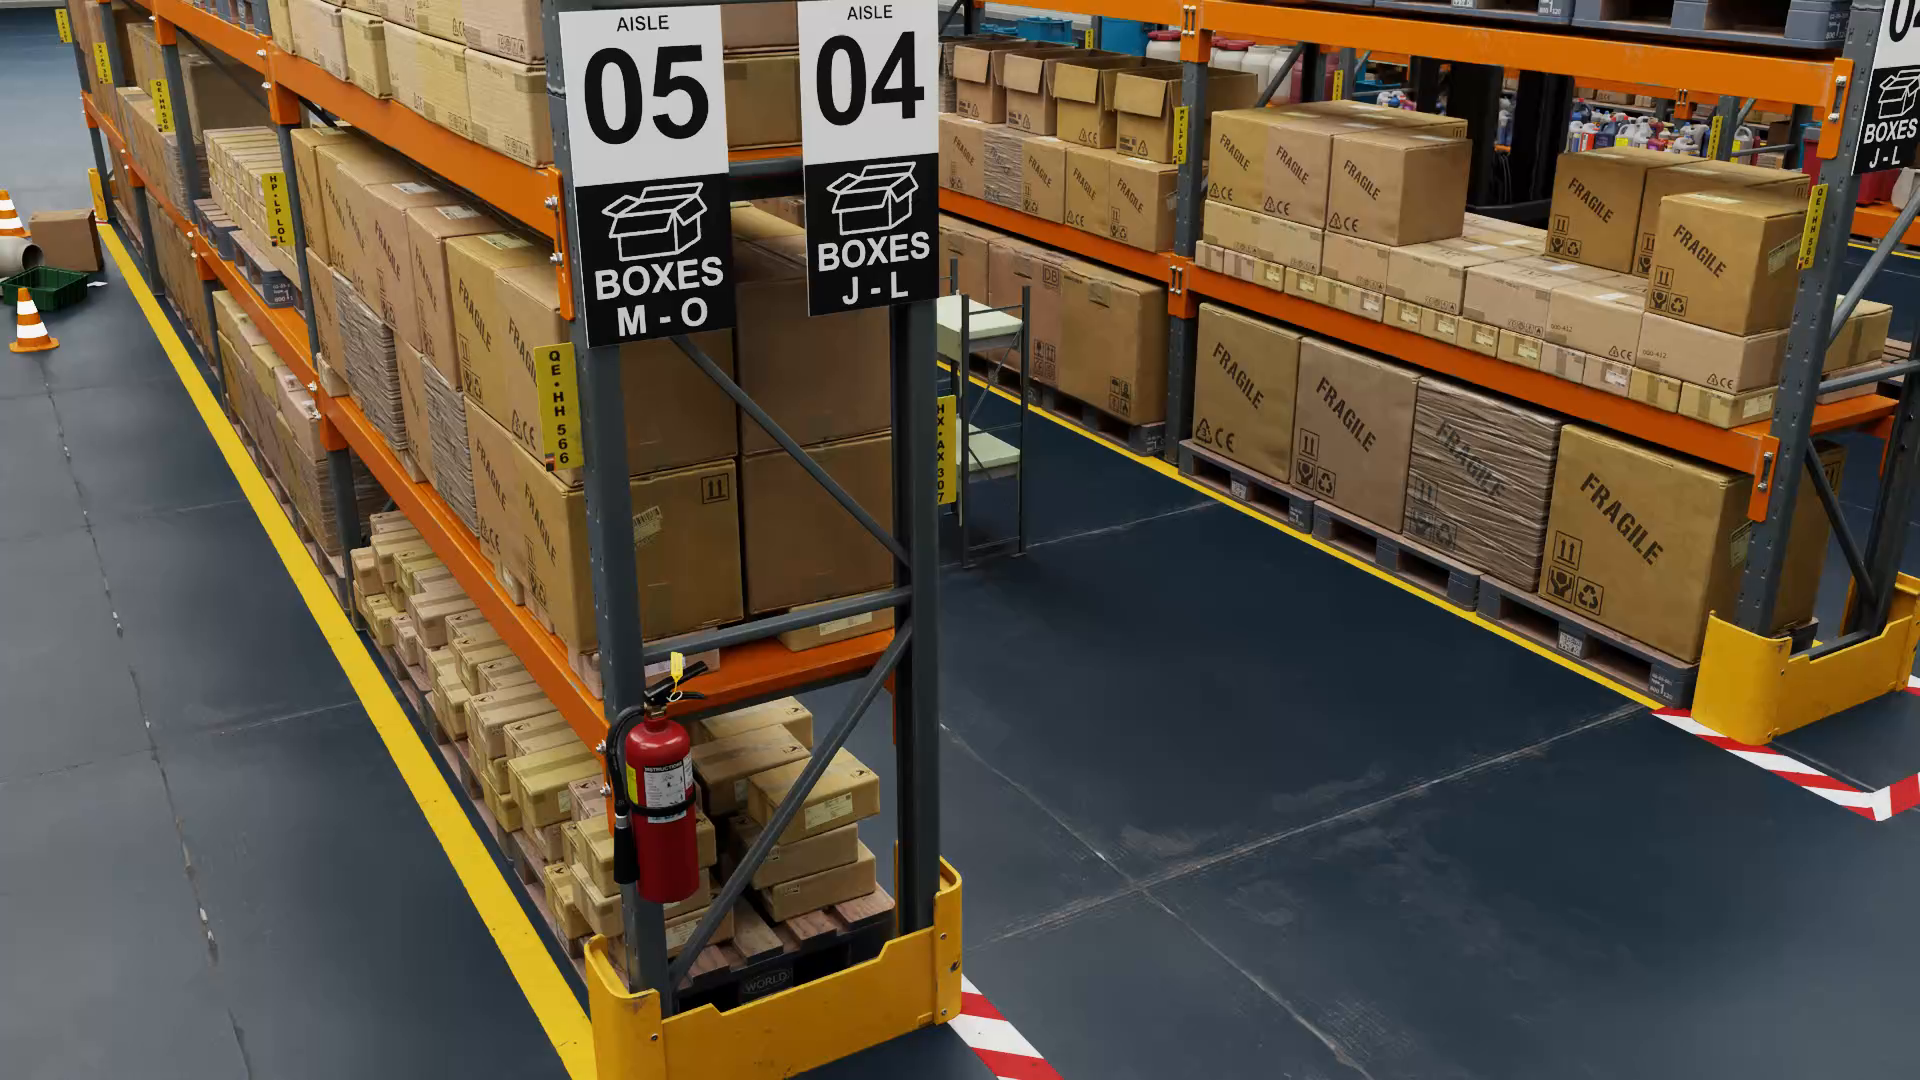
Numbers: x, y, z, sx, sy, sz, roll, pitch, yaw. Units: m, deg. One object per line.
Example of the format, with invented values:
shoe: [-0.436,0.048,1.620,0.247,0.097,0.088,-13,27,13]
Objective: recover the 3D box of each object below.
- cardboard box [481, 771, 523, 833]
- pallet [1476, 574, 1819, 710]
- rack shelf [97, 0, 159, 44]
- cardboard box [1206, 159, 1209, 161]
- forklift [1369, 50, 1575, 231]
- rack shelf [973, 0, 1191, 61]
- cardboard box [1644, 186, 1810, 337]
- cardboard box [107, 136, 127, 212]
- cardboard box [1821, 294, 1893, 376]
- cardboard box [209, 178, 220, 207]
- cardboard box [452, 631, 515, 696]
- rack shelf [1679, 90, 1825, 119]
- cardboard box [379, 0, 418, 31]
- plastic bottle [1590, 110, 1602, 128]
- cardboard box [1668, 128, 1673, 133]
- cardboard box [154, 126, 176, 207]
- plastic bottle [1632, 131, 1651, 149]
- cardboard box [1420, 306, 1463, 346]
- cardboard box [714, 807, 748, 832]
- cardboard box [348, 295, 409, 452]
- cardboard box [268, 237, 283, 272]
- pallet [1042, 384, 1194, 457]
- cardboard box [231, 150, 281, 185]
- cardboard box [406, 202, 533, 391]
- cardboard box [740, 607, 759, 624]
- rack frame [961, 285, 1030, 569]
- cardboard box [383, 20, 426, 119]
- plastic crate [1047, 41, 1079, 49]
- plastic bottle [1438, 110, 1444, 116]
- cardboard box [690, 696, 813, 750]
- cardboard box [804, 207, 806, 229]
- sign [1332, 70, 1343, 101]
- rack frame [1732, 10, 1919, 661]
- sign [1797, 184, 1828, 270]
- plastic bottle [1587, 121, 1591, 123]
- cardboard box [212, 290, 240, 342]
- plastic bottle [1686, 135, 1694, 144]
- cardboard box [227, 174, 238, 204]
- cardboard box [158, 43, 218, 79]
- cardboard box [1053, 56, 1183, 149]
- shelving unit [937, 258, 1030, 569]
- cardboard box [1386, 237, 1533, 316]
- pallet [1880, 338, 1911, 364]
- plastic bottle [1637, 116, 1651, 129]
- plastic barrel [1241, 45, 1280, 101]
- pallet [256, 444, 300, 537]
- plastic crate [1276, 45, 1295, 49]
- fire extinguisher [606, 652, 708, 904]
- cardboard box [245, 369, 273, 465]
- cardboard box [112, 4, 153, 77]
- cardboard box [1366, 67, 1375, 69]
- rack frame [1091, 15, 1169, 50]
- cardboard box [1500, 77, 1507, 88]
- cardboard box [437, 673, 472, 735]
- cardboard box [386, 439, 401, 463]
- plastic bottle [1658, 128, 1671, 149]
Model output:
cardboard box: [-1.571,0.932,6.264,0.380,0.149,0.250,-14,26,-31]
pallet: [3.318,0.376,8.105,1.003,0.211,1.213,-13,25,-28]
rack shelf: [-5.630,-4.044,12.248,1.077,0.370,4.000,-13,25,-28]
cardboard box: [1.730,-2.210,10.632,0.500,0.500,0.500,-13,25,-28]
forklift: [3.406,-2.582,11.771,1.130,2.935,3.031,-13,26,-30]
rack shelf: [0.729,-3.670,11.329,1.077,0.370,4.000,-13,25,-28]
cardboard box: [3.319,-1.195,7.075,0.500,0.500,0.500,-12,25,-28]
cardboard box: [-8.292,-3.933,17.268,0.875,0.875,0.875,-12,25,-28]
cardboard box: [3.781,-0.947,7.462,0.500,0.250,0.500,-13,26,-30]
cardboard box: [-4.553,-2.234,10.601,0.380,0.149,0.250,-13,25,-29]
cardboard box: [-1.791,0.468,6.616,0.380,0.149,0.250,-12,25,-28]
rack shelf: [9.247,-4.185,16.579,1.077,0.370,4.000,-13,25,-28]
cardboard box: [-1.498,-1.734,5.145,0.500,0.250,0.500,-12,25,-27]
plastic bottle: [5.423,-3.532,14.188,0.097,0.271,0.097,0,22,0]
cardboard box: [7.746,-4.468,18.670,0.500,0.311,0.500,-12,25,-27]
cardboard box: [-5.323,-2.642,11.696,0.500,0.500,0.500,-13,25,-28]
plastic bottle: [5.343,-3.045,12.985,0.152,0.276,0.135,-13,25,-28]
cardboard box: [2.548,-1.102,8.373,0.380,0.149,0.250,-12,25,-27]
cardboard box: [-0.660,0.920,5.899,0.380,0.149,0.250,-13,25,-28]
cardboard box: [-2.044,-0.692,6.502,0.500,0.500,0.500,-13,26,-29]
cardboard box: [-3.472,-1.549,8.915,0.380,0.149,0.250,-14,26,-30]
pallet: [1.291,-0.910,11.270,1.003,0.211,1.213,-13,25,-28]
cardboard box: [-4.003,-2.167,9.645,0.380,0.149,0.250,-11,25,-26]
cardboard box: [-1.502,-0.829,5.511,0.500,0.500,0.500,-11,25,-26]
cardboard box: [-0.571,0.124,5.357,0.380,0.149,0.250,-12,25,-26]
rack frame: [0.184,-0.578,8.743,0.400,1.500,0.023,-13,25,-28]
cardboard box: [-1.491,-1.494,5.218,0.500,0.250,0.500,-11,25,-26]
plastic crate: [1.123,-5.746,19.662,0.499,0.251,0.616,-13,25,-28]
plastic bottle: [4.249,-3.684,14.655,0.097,0.201,0.097,0,22,0]
cardboard box: [-0.760,0.693,6.061,0.380,0.149,0.250,-13,25,-28]
cardboard box: [-0.947,-2.697,14.699,0.700,0.500,0.500,-15,27,-33]
sign: [3.496,-4.181,15.399,0.100,0.325,0.005,-13,25,-28]
rack frame: [3.794,-0.672,6.980,1.000,3.000,0.127,-13,25,-28]
sign: [3.320,-1.218,6.472,0.100,0.325,0.005,-13,25,-28]
plastic bottle: [5.114,-3.280,13.568,0.097,0.271,0.097,0,22,0]
cardboard box: [-4.464,-1.454,10.672,0.500,0.250,0.500,-14,26,-31]
plastic bottle: [5.815,-3.139,13.314,0.097,0.201,0.097,0,22,0]
cardboard box: [-4.126,-2.106,9.890,0.380,0.149,0.250,-12,25,-28]
cardboard box: [-5.353,-3.326,12.050,0.700,0.500,0.500,-13,26,-29]
cardboard box: [1.076,-2.907,11.015,0.797,0.503,0.637,-12,25,-28]
shelving unit: [-0.003,-0.697,9.034,0.431,1.500,0.755,-13,25,-28]
cardboard box: [2.530,-1.343,8.435,0.500,0.250,0.500,-13,25,-28]
pallet: [6.417,-1.397,12.468,1.003,0.211,1.213,-13,25,-28]
plastic bottle: [5.627,-3.385,13.819,0.152,0.276,0.135,-13,25,-28]
plastic barrel: [3.041,-4.694,16.728,0.421,0.512,0.421,0,22,0]
pallet: [-3.591,-0.400,10.016,1.003,0.211,1.213,-13,25,-28]
plastic crate: [3.403,-4.826,17.115,0.402,0.464,0.583,-13,25,-28]
fire extinguisher: [-0.790,0.629,4.379,0.296,0.674,0.183,-13,25,-28]
cardboard box: [-3.940,-0.771,9.987,0.500,0.500,0.500,-13,26,-30]
cardboard box: [-6.811,-4.331,14.349,0.875,0.550,0.550,-13,25,-28]
cardboard box: [5.253,-6.162,22.586,0.500,0.500,0.500,-13,25,-28]
rack frame: [1.922,-5.509,18.881,1.000,3.000,0.127,-13,25,-28]
cardboard box: [8.672,-7.426,26.585,0.500,0.311,0.500,-16,27,-34]
cardboard box: [-1.859,0.619,6.639,0.380,0.149,0.250,-12,25,-28]
cardboard box: [-2.118,-0.445,6.757,0.380,0.149,0.250,-12,25,-27]
plastic bottle: [5.777,-3.274,13.648,0.097,0.201,0.097,0,22,0]
